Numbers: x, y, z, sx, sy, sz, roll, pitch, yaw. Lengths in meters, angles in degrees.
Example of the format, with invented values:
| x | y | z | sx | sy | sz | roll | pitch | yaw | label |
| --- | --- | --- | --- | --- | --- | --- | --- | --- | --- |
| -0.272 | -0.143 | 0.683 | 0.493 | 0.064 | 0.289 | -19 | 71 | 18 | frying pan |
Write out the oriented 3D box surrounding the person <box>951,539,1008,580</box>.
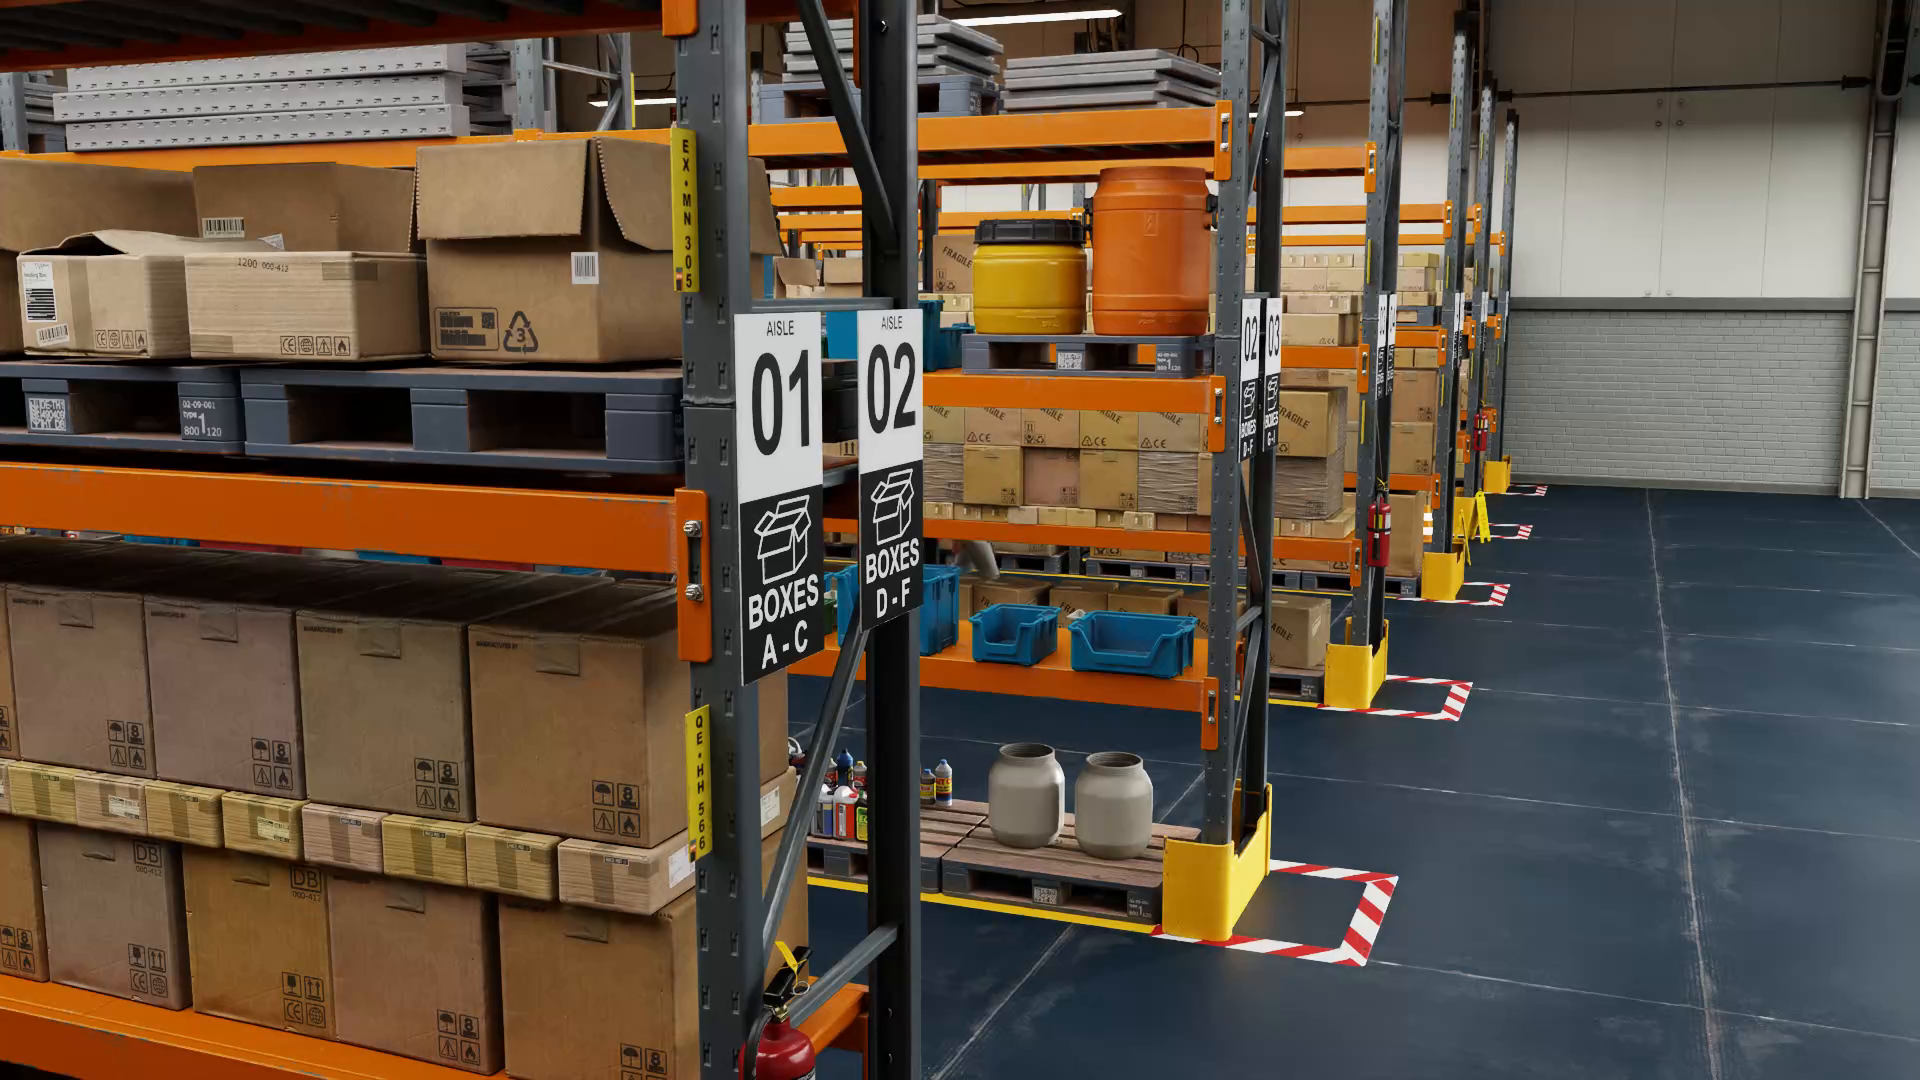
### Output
| x | y | z | sx | sy | sz | roll | pitch | yaw | label |
| --- | --- | --- | --- | --- | --- | --- | --- | --- | --- |
| 0.211 | -0.089 | 16.263 | 1.062 | 1.710 | 0.545 | 2 | 9 | 15 | person |
